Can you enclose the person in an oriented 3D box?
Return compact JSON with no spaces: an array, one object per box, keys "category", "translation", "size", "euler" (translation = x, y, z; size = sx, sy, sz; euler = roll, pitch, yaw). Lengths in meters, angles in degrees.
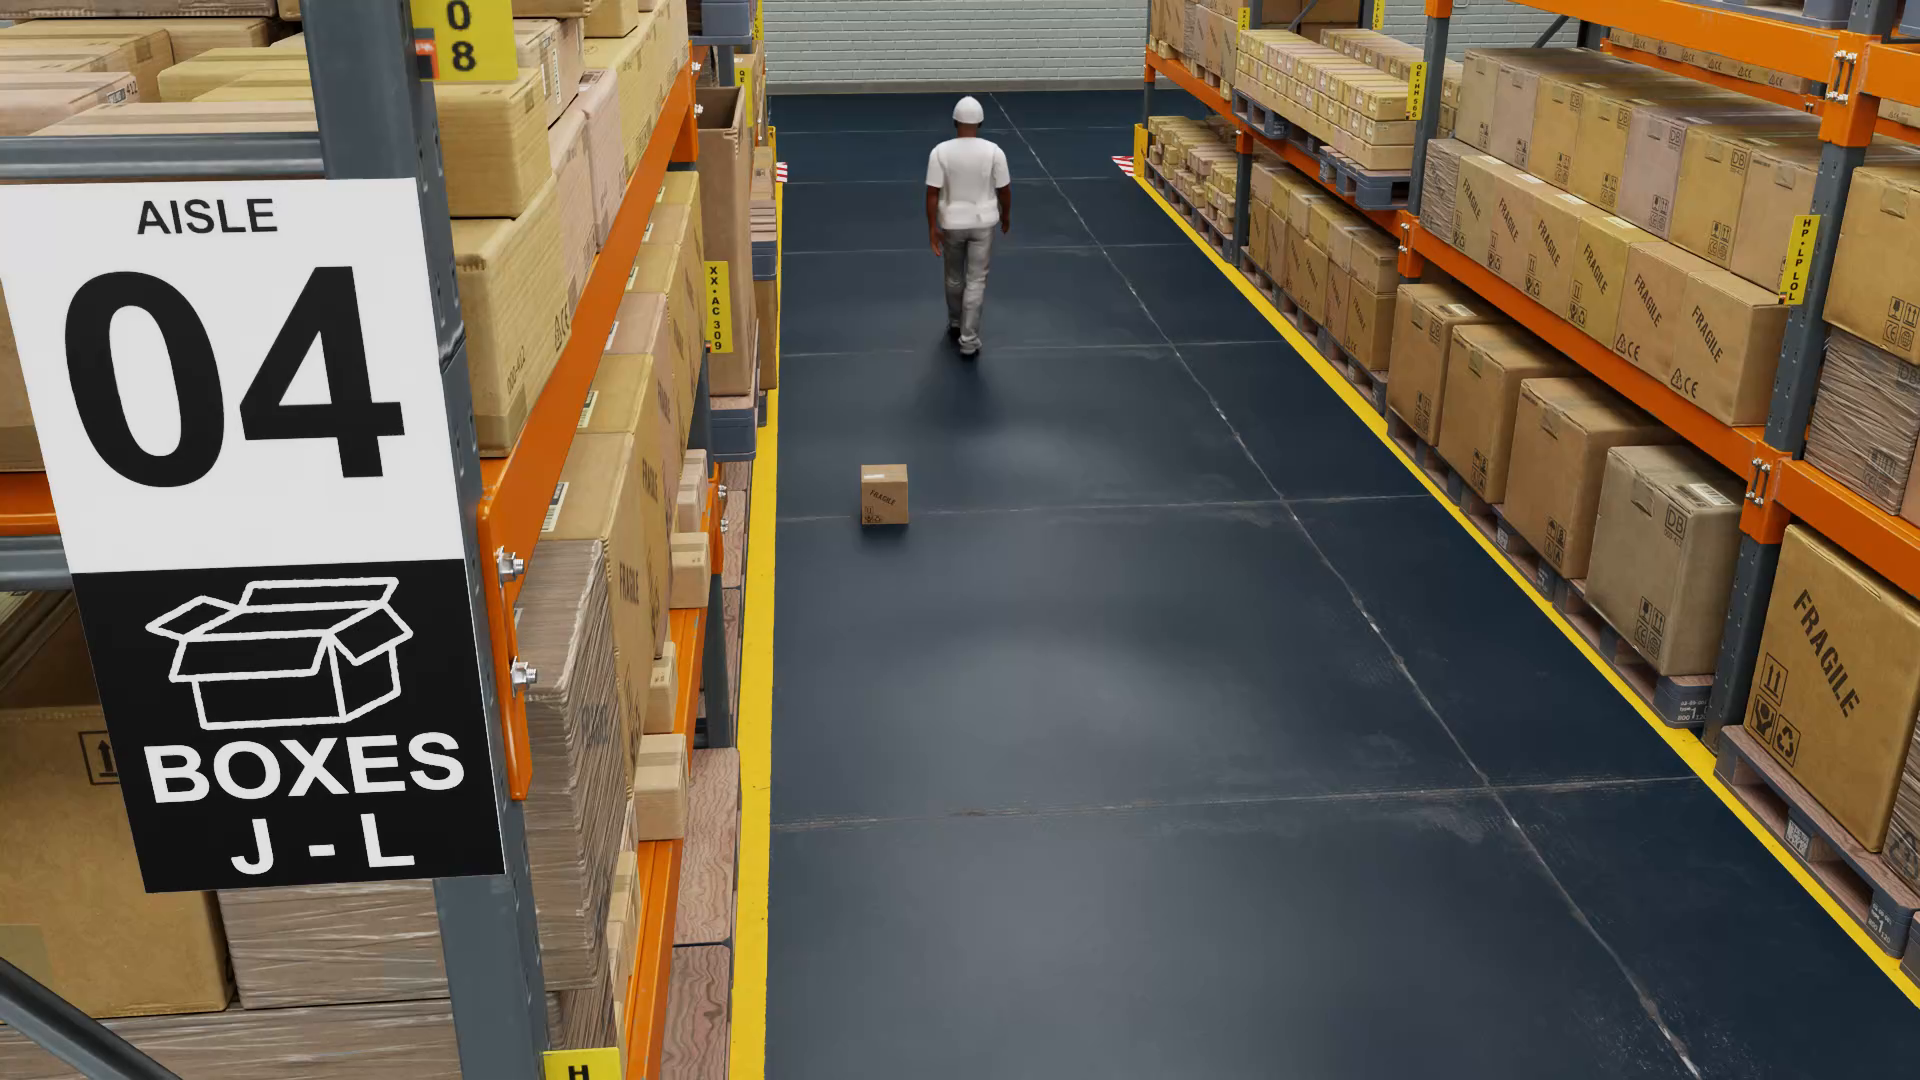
[{"category":"person","translation":[0.081,-2.252,11.689],"size":[0.567,1.725,0.936],"euler":[4,24,8]}]
